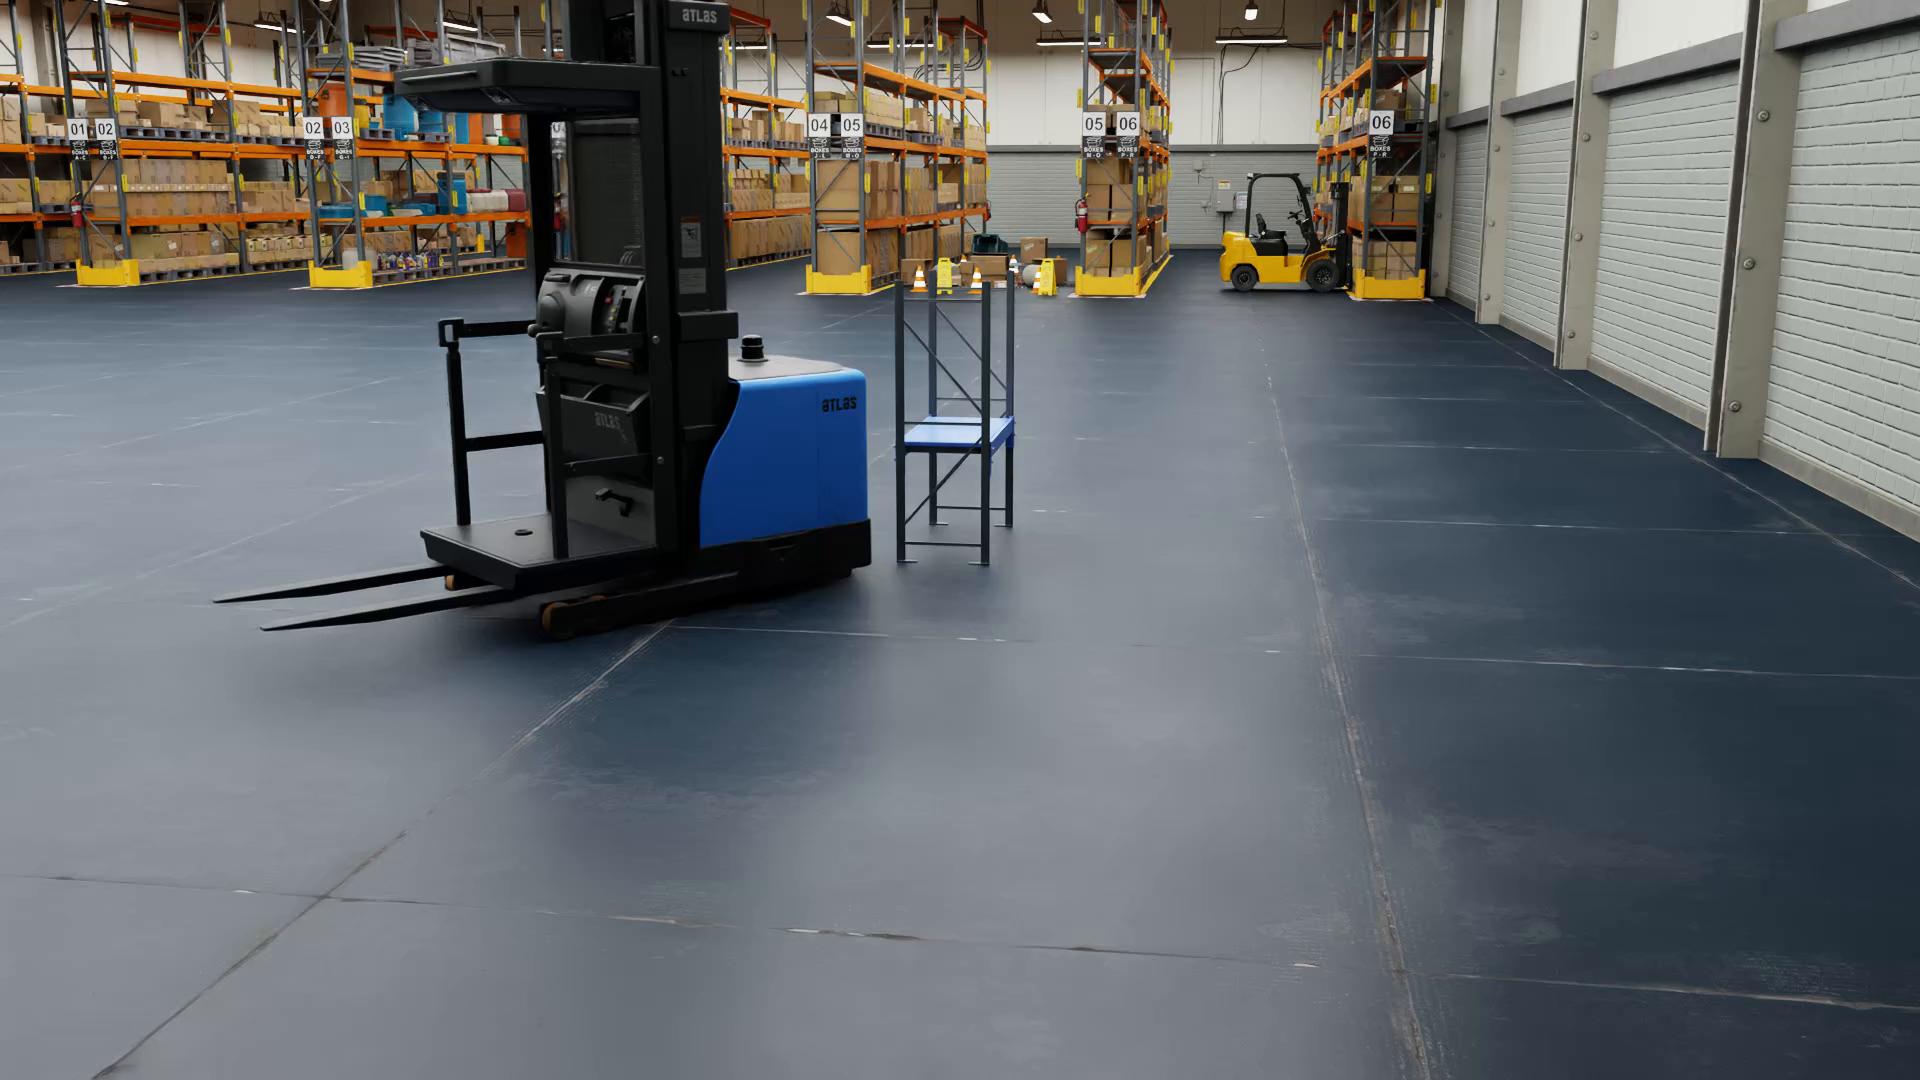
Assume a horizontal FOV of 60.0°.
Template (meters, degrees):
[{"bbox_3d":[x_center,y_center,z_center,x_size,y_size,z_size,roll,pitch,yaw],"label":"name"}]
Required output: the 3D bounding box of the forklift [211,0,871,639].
[{"bbox_3d":[-1.901,-1.114,7.704,3.031,2.935,1.130,-10,16,-40],"label":"forklift"}]

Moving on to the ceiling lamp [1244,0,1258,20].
[{"bbox_3d":[7.122,-13.926,38.898,0.800,3.185,2.000,2,12,9],"label":"ceiling lamp"}]

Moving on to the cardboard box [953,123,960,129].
[{"bbox_3d":[-0.106,-10.428,41.863,0.380,0.149,0.250,2,12,8],"label":"cardboard box"}]

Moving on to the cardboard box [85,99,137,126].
[{"bbox_3d":[-16.816,-8.458,32.927,0.797,0.503,0.637,3,12,13],"label":"cardboard box"}]

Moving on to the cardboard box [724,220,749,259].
[{"bbox_3d":[-5.764,-7.202,39.836,1.225,0.875,0.875,1,12,6],"label":"cardboard box"}]

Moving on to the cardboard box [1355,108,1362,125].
[{"bbox_3d":[7.823,-8.090,31.768,0.500,0.311,0.500,2,12,10],"label":"cardboard box"}]

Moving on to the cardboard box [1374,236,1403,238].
[{"bbox_3d":[8.244,-5.713,32.041,0.500,0.250,0.500,2,12,8],"label":"cardboard box"}]

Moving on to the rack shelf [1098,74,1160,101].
[{"bbox_3d":[3.594,-9.540,35.057,1.077,0.370,4.000,2,12,9],"label":"rack shelf"}]

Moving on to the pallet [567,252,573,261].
[{"bbox_3d":[-10.329,-7.363,43.156,1.003,0.211,1.213,2,12,9],"label":"pallet"}]

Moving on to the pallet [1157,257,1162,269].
[{"bbox_3d":[4.288,-6.623,39.722,1.003,0.211,1.213,2,12,9],"label":"pallet"}]

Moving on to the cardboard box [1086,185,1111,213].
[{"bbox_3d":[2.483,-6.222,30.300,0.500,0.500,0.500,2,12,8],"label":"cardboard box"}]

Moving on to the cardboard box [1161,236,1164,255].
[{"bbox_3d":[4.720,-7.483,42.183,0.875,0.438,0.875,2,12,8],"label":"cardboard box"}]

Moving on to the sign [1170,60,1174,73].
[{"bbox_3d":[5.666,-12.644,44.396,0.100,0.325,0.005,2,12,9],"label":"sign"}]

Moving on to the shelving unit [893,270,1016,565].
[{"bbox_3d":[-0.013,-0.715,9.253,0.538,1.500,1.048,2,12,9],"label":"shelving unit"}]

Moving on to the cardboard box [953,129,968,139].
[{"bbox_3d":[-0.079,-10.273,42.089,0.500,0.250,0.500,2,12,11],"label":"cardboard box"}]

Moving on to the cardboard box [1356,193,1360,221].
[{"bbox_3d":[7.560,-6.120,30.532,0.500,0.500,0.500,2,12,8],"label":"cardboard box"}]

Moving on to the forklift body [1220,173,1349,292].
[{"bbox_3d":[6.066,-5.784,31.228,2.313,2.155,1.214,2,12,9],"label":"forklift body"}]

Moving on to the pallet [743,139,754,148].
[{"bbox_3d":[-5.675,-9.635,40.407,1.003,0.211,1.213,2,12,11],"label":"pallet"}]

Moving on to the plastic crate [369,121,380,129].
[{"bbox_3d":[-12.019,-8.252,33.583,0.392,0.384,0.575,2,12,9],"label":"plastic crate"}]

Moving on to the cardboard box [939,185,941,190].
[{"bbox_3d":[-0.662,-8.280,38.983,0.380,0.149,0.250,2,12,8],"label":"cardboard box"}]

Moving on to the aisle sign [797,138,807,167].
[{"bbox_3d":[-4.352,-10.833,46.471,0.394,0.787,0.004,2,12,9],"label":"aisle sign"}]

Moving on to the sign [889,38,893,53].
[{"bbox_3d":[-1.542,-11.154,37.483,0.100,0.325,0.005,2,12,9],"label":"sign"}]

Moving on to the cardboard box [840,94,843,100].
[{"bbox_3d":[-2.401,-8.273,31.109,0.380,0.149,0.250,2,12,10],"label":"cardboard box"}]

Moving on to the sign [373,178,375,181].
[{"bbox_3d":[-15.600,-9.485,44.333,0.100,0.325,0.005,2,12,9],"label":"sign"}]

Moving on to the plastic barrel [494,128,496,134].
[{"bbox_3d":[-11.135,-9.519,39.156,0.421,0.512,0.421,0,12,0],"label":"plastic barrel"}]

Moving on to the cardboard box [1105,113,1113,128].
[{"bbox_3d":[2.484,-7.559,29.979,0.500,0.250,0.500,2,12,8],"label":"cardboard box"}]

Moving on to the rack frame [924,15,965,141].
[{"bbox_3d":[-0.390,-11.475,41.381,1.000,3.000,0.127,2,12,9],"label":"rack frame"}]

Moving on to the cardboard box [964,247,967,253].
[{"bbox_3d":[-0.016,-7.420,42.573,0.380,0.149,0.250,1,12,6],"label":"cardboard box"}]

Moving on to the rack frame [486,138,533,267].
[{"bbox_3d":[-10.784,-8.052,39.738,1.000,3.000,0.127,2,12,9],"label":"rack frame"}]

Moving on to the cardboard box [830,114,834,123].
[{"bbox_3d":[-2.519,-7.723,30.450,0.380,0.149,0.250,2,12,9],"label":"cardboard box"}]

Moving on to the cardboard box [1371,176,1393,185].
[{"bbox_3d":[7.424,-6.338,29.301,0.380,0.149,0.250,2,12,9],"label":"cardboard box"}]

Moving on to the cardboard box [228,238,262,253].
[{"bbox_3d":[-15.984,-6.594,37.170,0.500,0.311,0.500,2,12,9],"label":"cardboard box"}]

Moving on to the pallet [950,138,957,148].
[{"bbox_3d":[-0.746,-9.576,40.135,1.213,0.211,1.003,2,12,9],"label":"pallet"}]

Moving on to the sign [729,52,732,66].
[{"bbox_3d":[-5.820,-12.214,42.217,0.100,0.325,0.005,2,12,9],"label":"sign"}]

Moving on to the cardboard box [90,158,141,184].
[{"bbox_3d":[-16.816,-7.339,33.112,0.700,0.500,0.500,2,12,9],"label":"cardboard box"}]

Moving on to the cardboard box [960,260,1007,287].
[{"bbox_3d":[0.440,-5.133,32.116,0.797,0.503,0.637,-7,14,-30],"label":"cardboard box"}]

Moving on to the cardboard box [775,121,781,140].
[{"bbox_3d":[-5.127,-10.771,43.759,0.700,0.500,0.500,3,12,12],"label":"cardboard box"}]

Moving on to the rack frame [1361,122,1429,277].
[{"bbox_3d":[7.577,-5.745,29.033,1.000,3.000,0.127,2,12,9],"label":"rack frame"}]

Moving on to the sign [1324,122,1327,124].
[{"bbox_3d":[8.885,-9.978,40.328,0.100,0.325,0.005,2,12,9],"label":"sign"}]

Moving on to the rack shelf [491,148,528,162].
[{"bbox_3d":[-10.477,-9.583,41.429,1.077,0.370,4.000,2,12,9],"label":"rack shelf"}]

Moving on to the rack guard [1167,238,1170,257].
[{"bbox_3d":[5.136,-8.019,45.517,1.175,0.500,0.348,2,12,9],"label":"rack guard"}]

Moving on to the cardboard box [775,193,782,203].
[{"bbox_3d":[-4.944,-8.886,43.256,0.500,0.250,0.500,2,12,8],"label":"cardboard box"}]

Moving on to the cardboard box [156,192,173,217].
[{"bbox_3d":[-16.666,-6.907,34.184,0.700,0.500,0.500,2,12,9],"label":"cardboard box"}]

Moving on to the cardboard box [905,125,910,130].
[{"bbox_3d":[-1.215,-8.683,34.906,0.250,0.149,0.380,2,12,9],"label":"cardboard box"}]

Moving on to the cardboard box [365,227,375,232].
[{"bbox_3d":[-15.532,-8.105,43.091,0.500,0.250,0.500,2,12,9],"label":"cardboard box"}]

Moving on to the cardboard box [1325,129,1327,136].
[{"bbox_3d":[8.844,-9.633,39.315,0.380,0.149,0.250,2,12,9],"label":"cardboard box"}]

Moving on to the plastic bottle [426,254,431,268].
[{"bbox_3d":[-11.227,-5.888,35.099,0.061,0.283,0.133,3,12,12],"label":"plastic bottle"}]

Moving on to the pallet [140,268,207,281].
[{"bbox_3d":[-16.642,-5.599,34.972,1.003,0.211,1.213,2,12,9],"label":"pallet"}]

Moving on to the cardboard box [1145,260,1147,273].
[{"bbox_3d":[3.461,-5.468,33.273,0.500,0.250,0.500,2,12,11],"label":"cardboard box"}]

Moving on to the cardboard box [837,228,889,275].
[{"bbox_3d":[-1.921,-5.728,32.997,0.875,0.875,0.875,2,12,9],"label":"cardboard box"}]

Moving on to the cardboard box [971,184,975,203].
[{"bbox_3d":[0.118,-9.039,43.372,0.500,0.500,0.500,2,12,7],"label":"cardboard box"}]
